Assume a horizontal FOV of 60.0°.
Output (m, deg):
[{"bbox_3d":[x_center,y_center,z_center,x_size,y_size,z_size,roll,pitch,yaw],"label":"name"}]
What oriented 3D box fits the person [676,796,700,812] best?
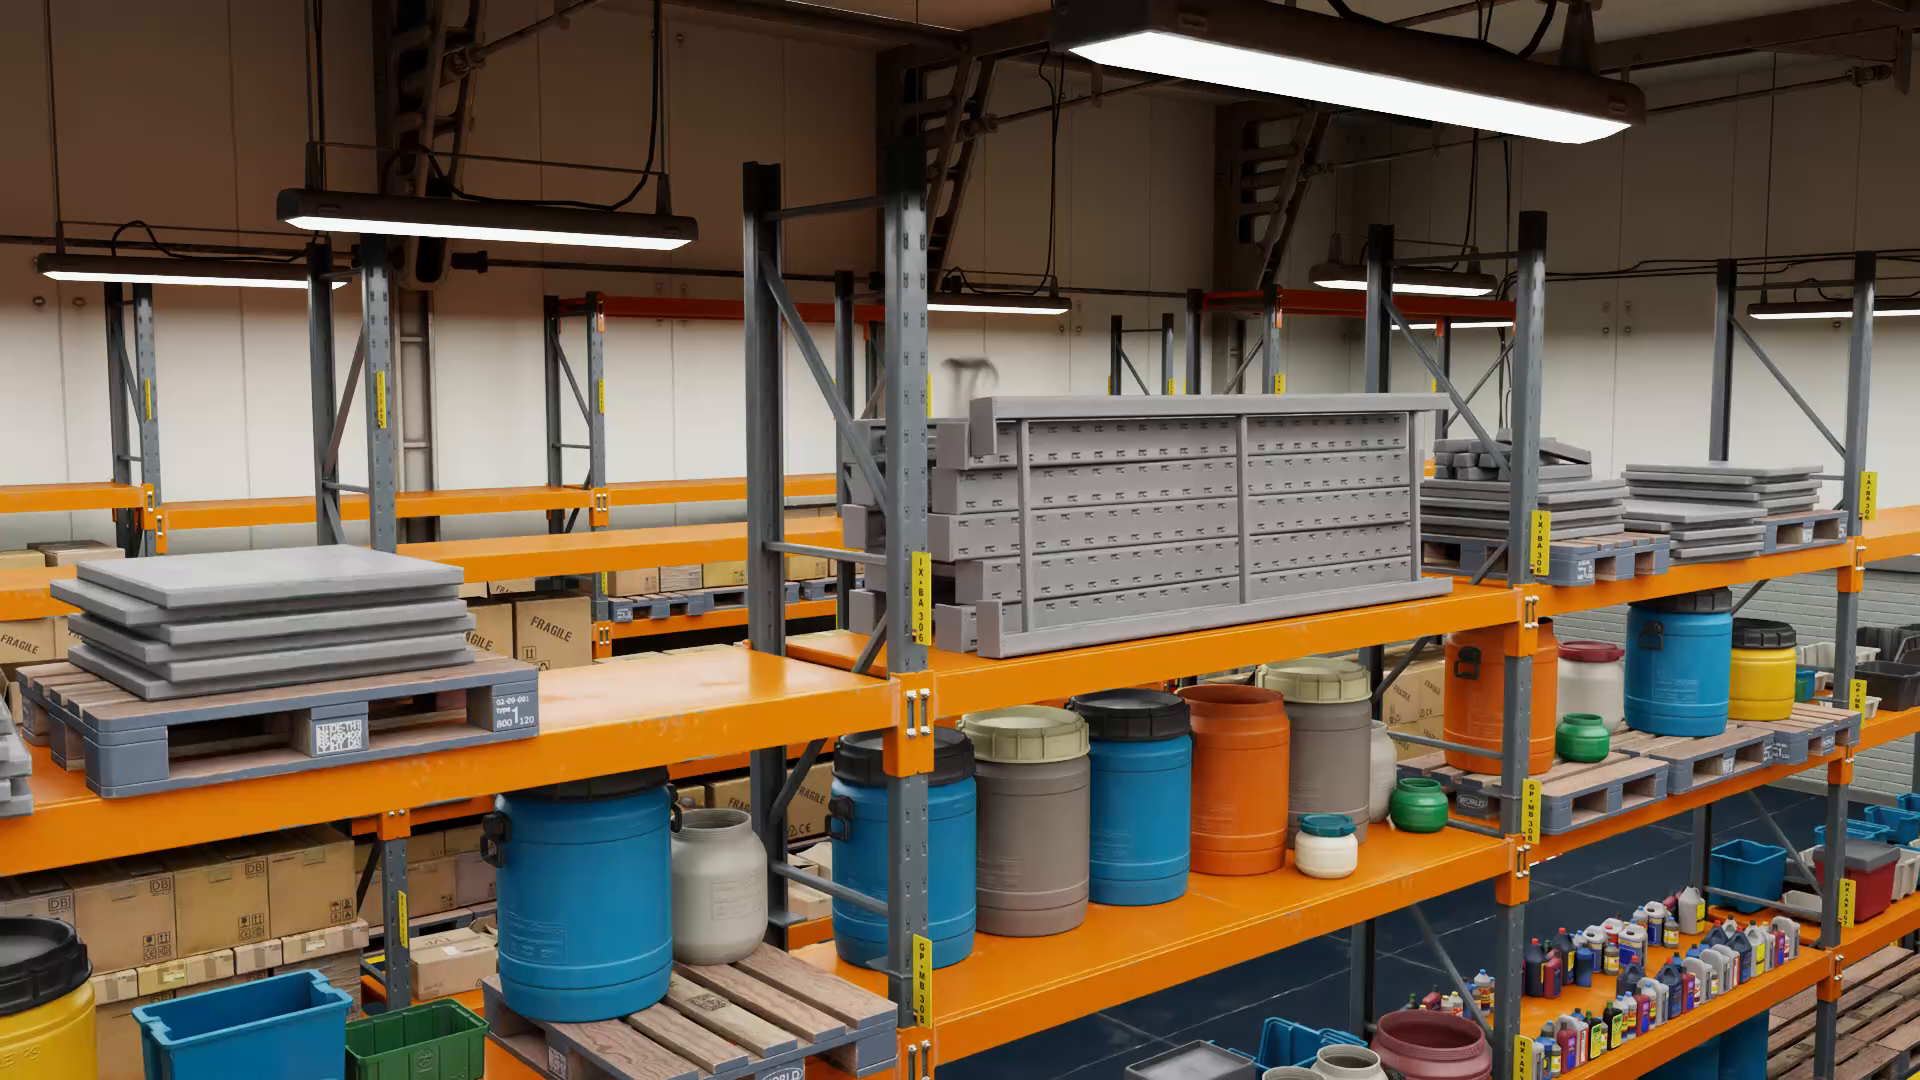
[{"bbox_3d":[-2.343,2.984,15.034,0.637,1.482,0.862,3,6,32],"label":"person"}]
